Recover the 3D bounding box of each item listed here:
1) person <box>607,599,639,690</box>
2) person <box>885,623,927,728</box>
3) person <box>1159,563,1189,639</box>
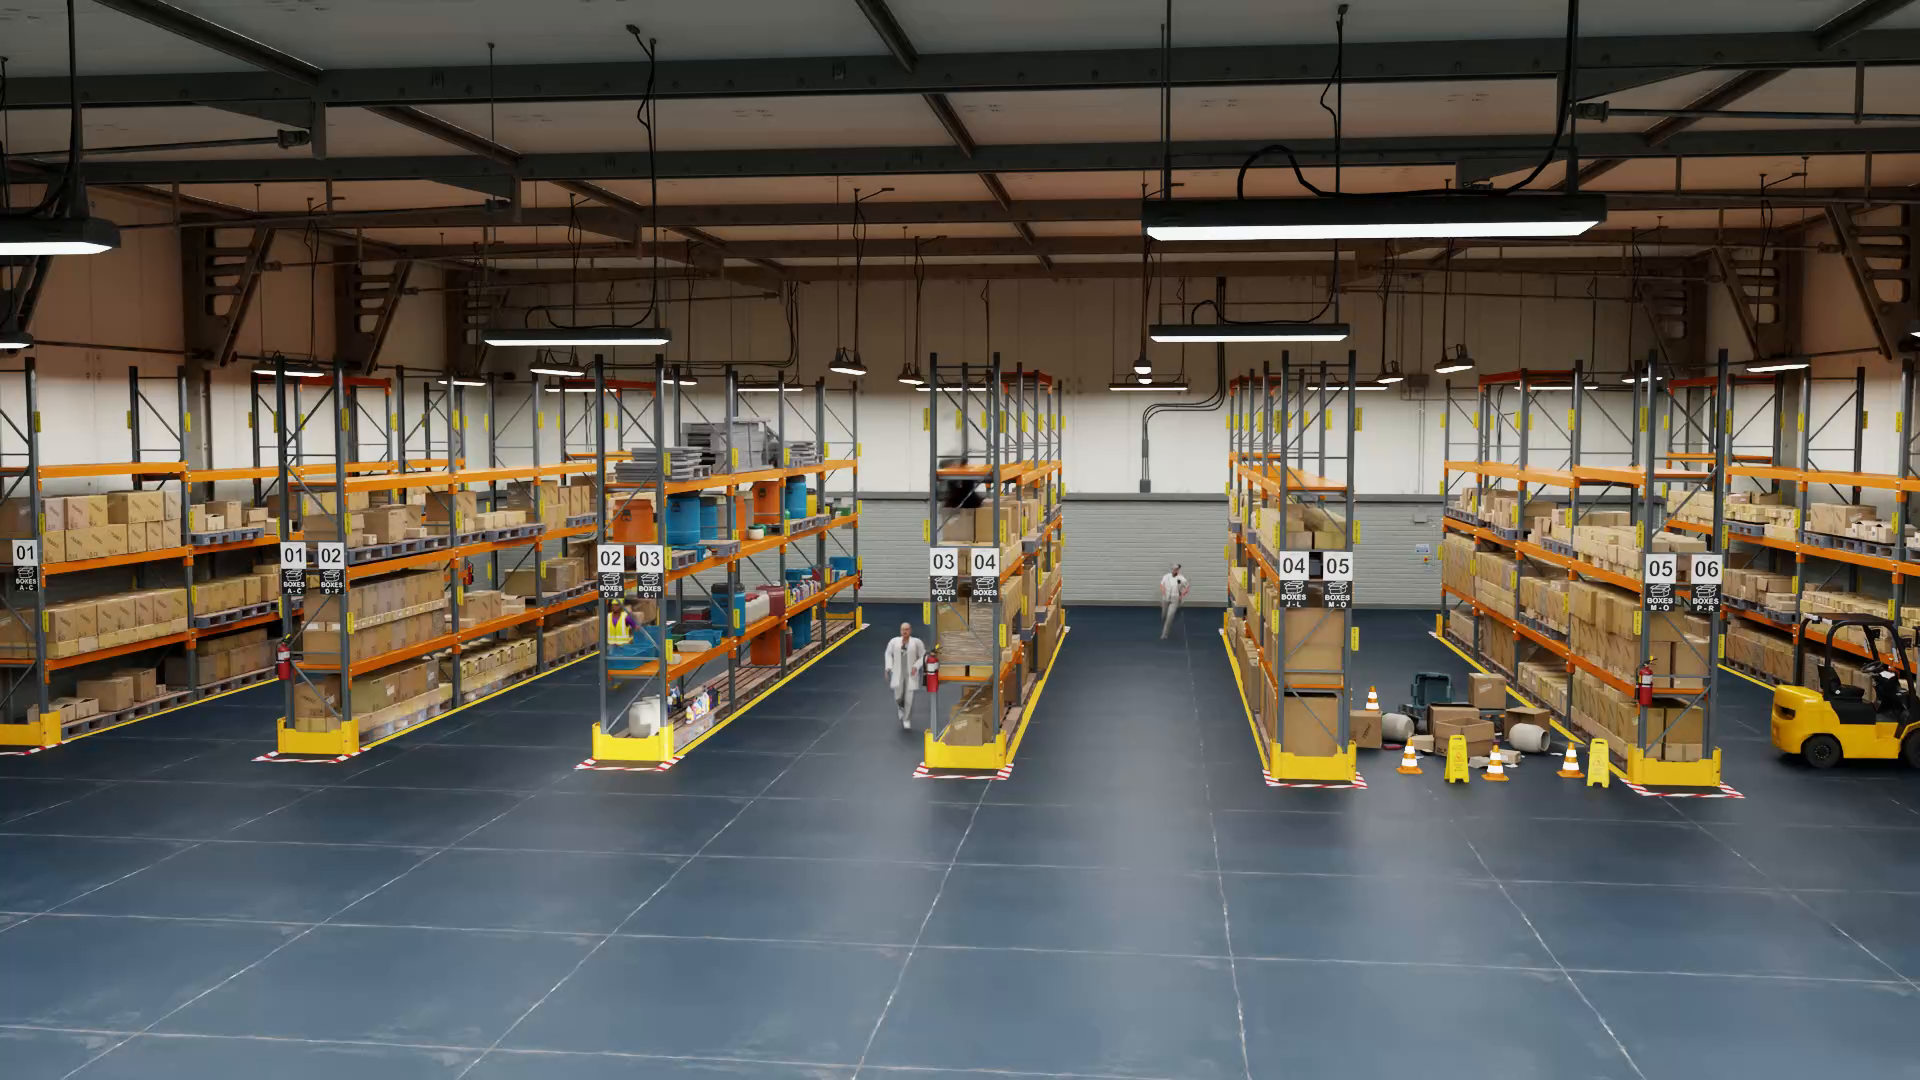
[{"bbox_3d":[-6.388,1.945,31.110,0.736,1.722,0.605,0,4,3],"label":"person"},{"bbox_3d":[-0.900,2.218,27.290,0.702,1.732,0.667,0,4,5],"label":"person"},{"bbox_3d":[4.969,1.401,38.691,0.687,1.777,0.832,2,4,20],"label":"person"}]
